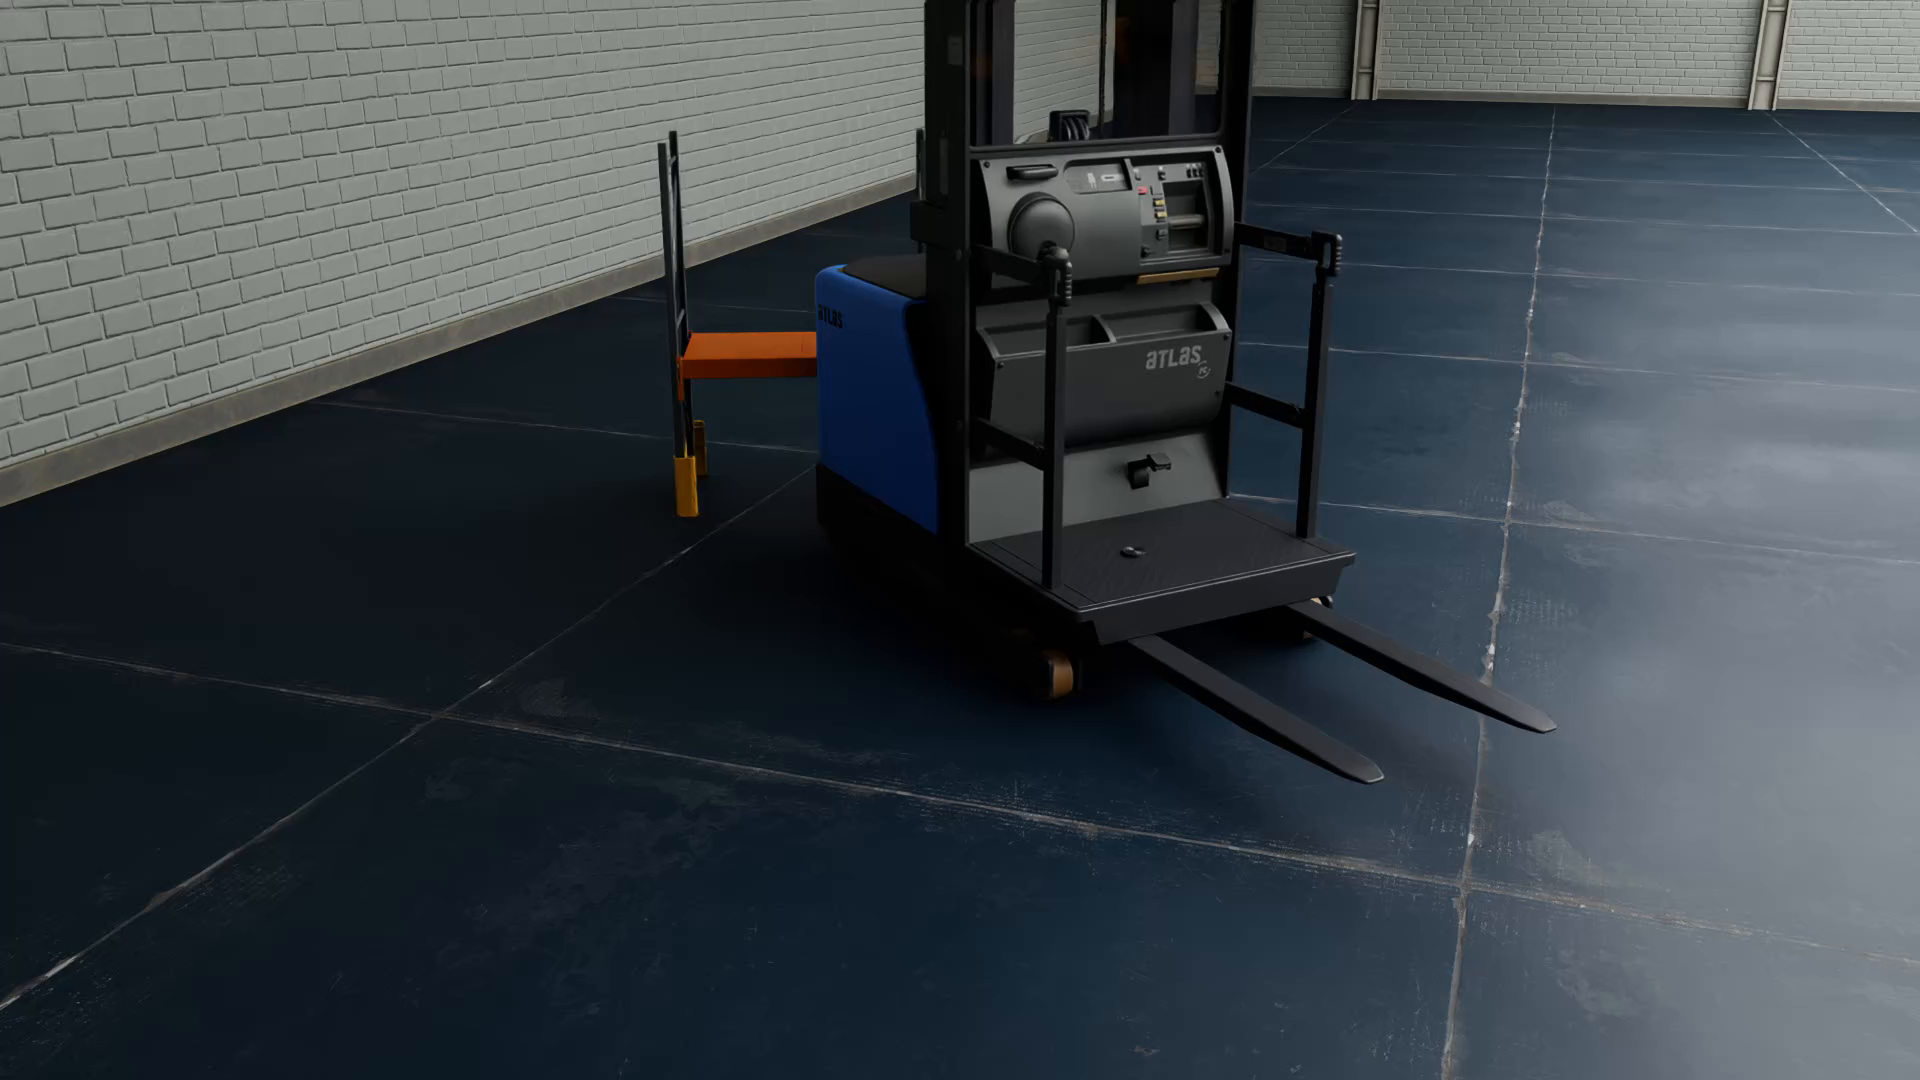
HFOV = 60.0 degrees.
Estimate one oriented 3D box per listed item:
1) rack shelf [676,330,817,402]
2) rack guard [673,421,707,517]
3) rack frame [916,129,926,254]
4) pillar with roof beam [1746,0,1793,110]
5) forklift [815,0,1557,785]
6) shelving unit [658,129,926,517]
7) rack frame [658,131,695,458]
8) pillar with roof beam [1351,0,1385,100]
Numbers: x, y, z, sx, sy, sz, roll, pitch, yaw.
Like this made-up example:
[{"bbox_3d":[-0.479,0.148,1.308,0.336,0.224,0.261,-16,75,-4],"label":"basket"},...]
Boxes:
[{"bbox_3d":[-0.659,-0.743,6.975,1.000,0.185,0.538,-1,19,-4],"label":"rack shelf"},{"bbox_3d":[-1.147,-0.311,7.090,0.087,0.250,0.587,-1,19,-4],"label":"rack guard"},{"bbox_3d":[-0.152,-0.924,6.949,0.032,1.500,0.500,-1,19,-4],"label":"rack frame"},{"bbox_3d":[10.937,-9.559,20.328,0.400,9.000,9.100,7,20,18],"label":"pillar with roof beam"},{"bbox_3d":[0.584,-1.056,5.152,1.130,2.935,3.031,-10,22,-27],"label":"forklift"},{"bbox_3d":[-0.650,-0.913,6.917,1.083,1.500,0.587,-1,19,-4],"label":"shelving unit"},{"bbox_3d":[-1.166,-0.901,6.883,0.032,1.500,0.500,-1,19,-4],"label":"rack frame"},{"bbox_3d":[5.270,-10.207,22.187,0.400,9.000,9.100,7,20,18],"label":"pillar with roof beam"}]
